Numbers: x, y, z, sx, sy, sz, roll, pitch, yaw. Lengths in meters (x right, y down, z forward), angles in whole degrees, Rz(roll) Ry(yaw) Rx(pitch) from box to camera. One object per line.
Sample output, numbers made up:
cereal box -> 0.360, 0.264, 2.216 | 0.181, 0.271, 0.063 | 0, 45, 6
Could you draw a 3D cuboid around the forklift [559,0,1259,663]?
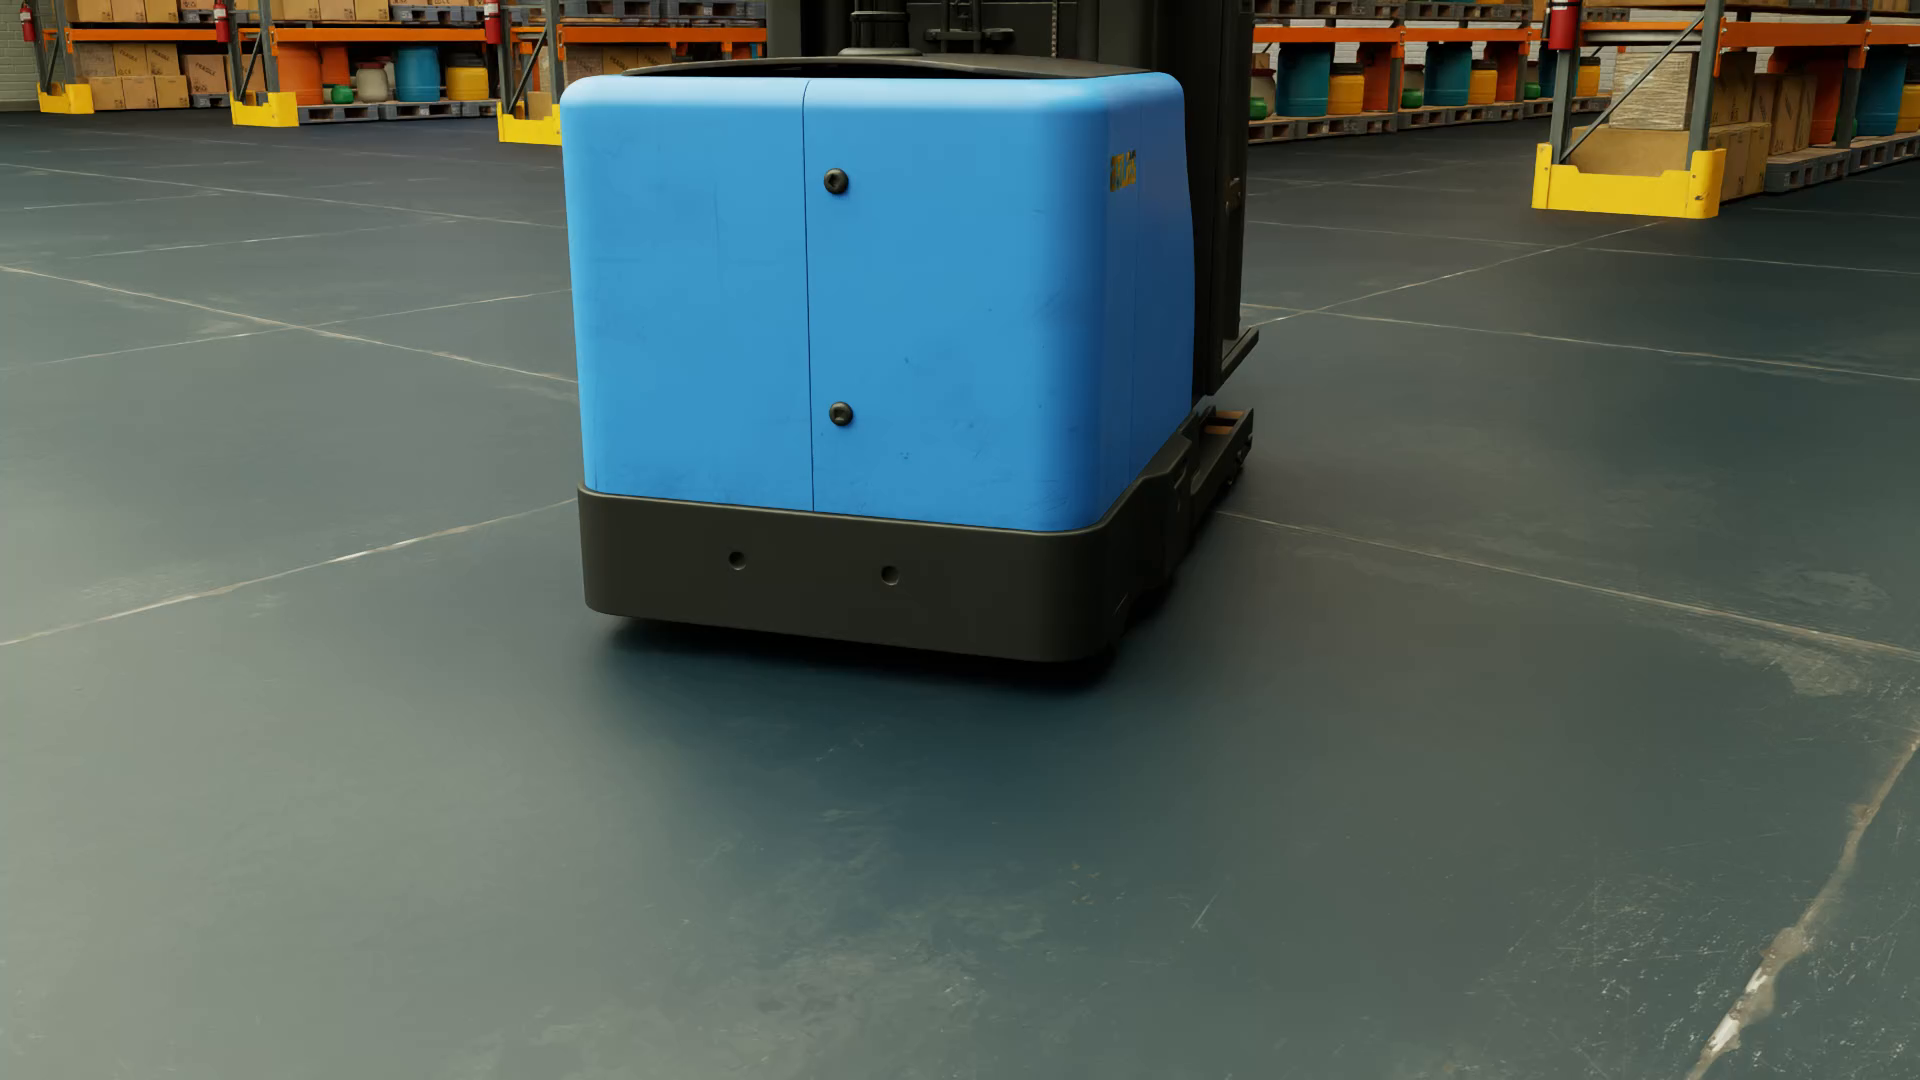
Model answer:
forklift -> 0.182, -1.571, 4.072 | 1.130, 2.935, 3.031 | 5, 18, 17
